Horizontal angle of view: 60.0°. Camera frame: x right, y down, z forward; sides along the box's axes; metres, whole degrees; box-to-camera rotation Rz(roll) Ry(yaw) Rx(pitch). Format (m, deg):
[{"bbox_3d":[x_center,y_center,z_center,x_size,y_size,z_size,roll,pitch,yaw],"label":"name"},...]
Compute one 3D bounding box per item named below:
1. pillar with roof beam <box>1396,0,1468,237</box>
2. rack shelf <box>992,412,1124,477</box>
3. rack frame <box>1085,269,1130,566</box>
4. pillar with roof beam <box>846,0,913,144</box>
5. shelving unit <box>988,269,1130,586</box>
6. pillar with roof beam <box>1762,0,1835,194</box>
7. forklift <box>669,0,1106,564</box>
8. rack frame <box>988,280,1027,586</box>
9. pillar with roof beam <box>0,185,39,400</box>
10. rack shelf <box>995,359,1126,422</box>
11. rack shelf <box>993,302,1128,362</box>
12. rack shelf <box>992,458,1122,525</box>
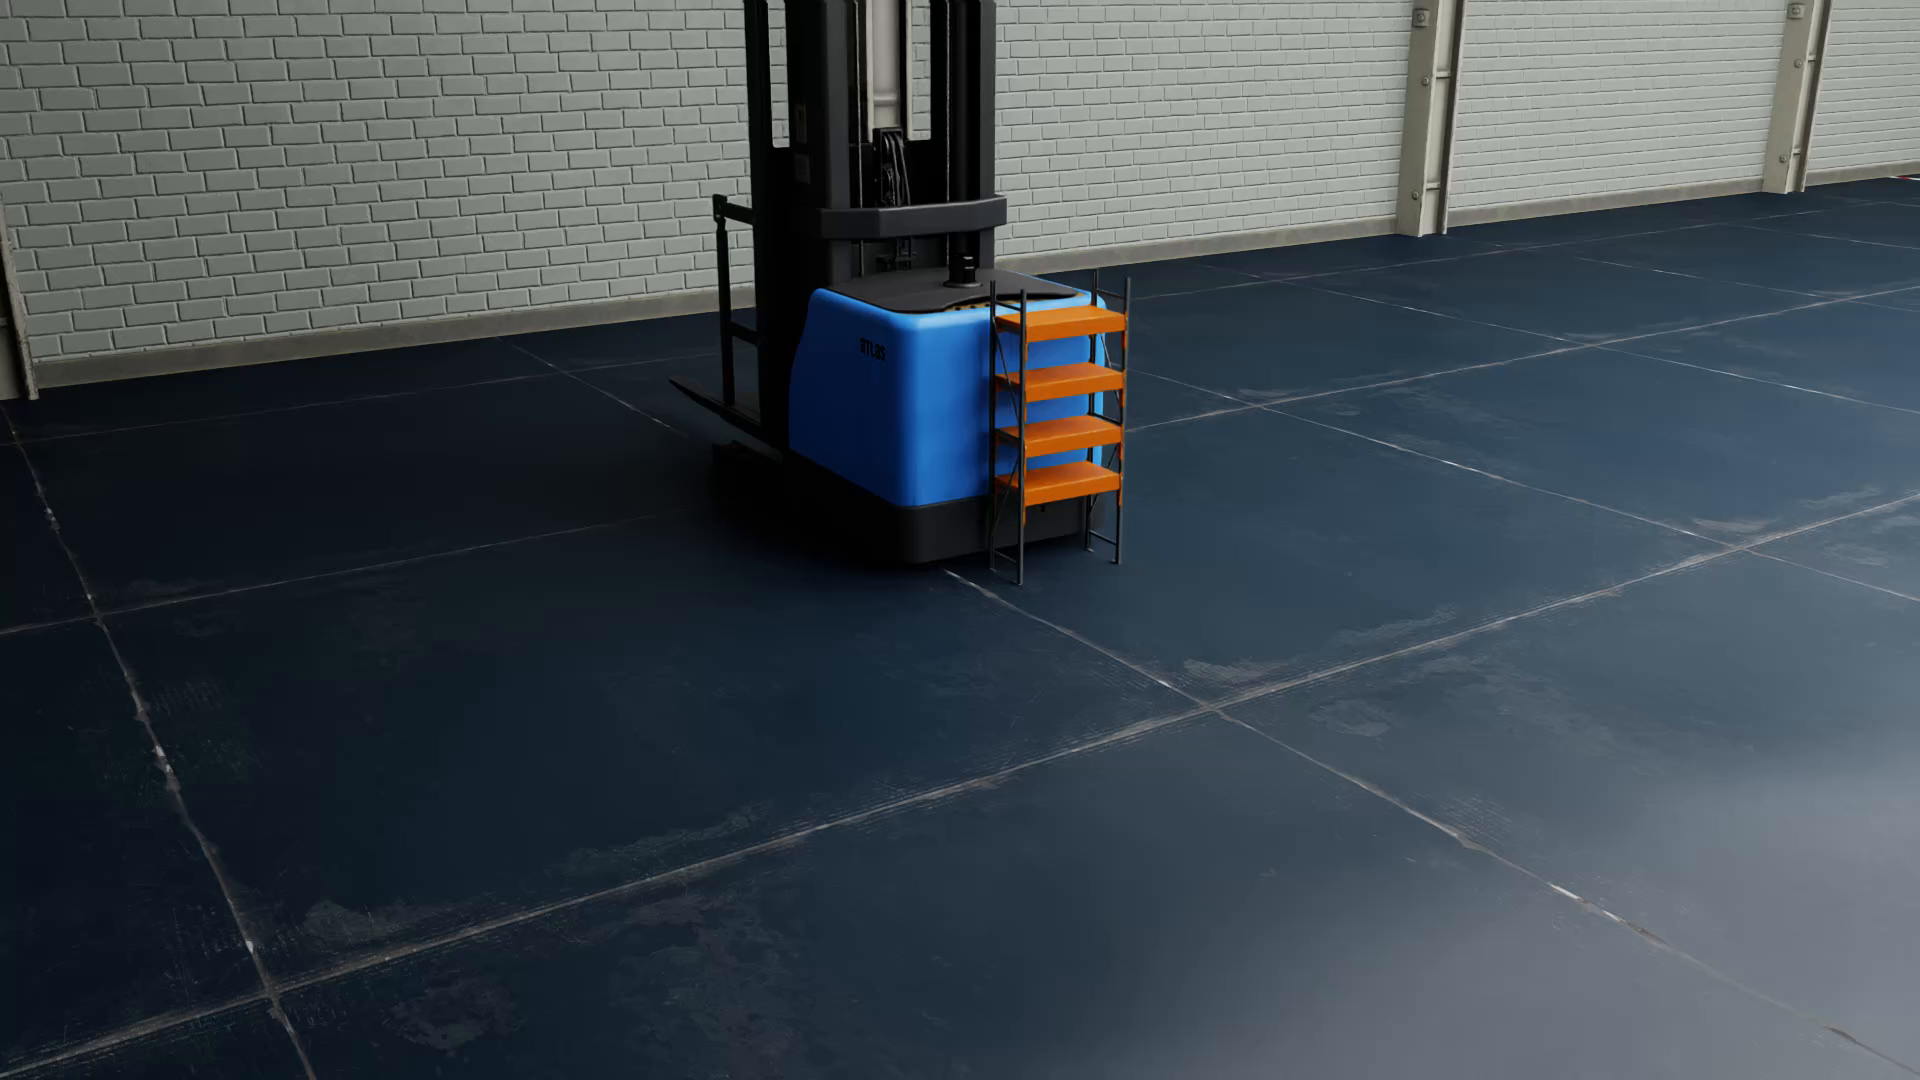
[{"bbox_3d":[6.781,-6.053,11.099,0.400,9.000,9.100,-12,22,-31],"label":"pillar with roof beam"},{"bbox_3d":[0.394,-0.392,6.741,0.480,0.148,0.258,-11,22,-29],"label":"rack shelf"},{"bbox_3d":[0.604,-0.496,6.838,0.015,1.200,0.240,-11,22,-29],"label":"rack frame"},{"bbox_3d":[1.770,-4.996,7.973,0.400,9.000,9.100,-12,22,-31],"label":"pillar with roof beam"},{"bbox_3d":[0.394,-0.456,6.719,0.503,1.200,0.258,-11,22,-29],"label":"shelving unit"},{"bbox_3d":[11.792,-7.110,14.225,0.400,9.000,9.100,-12,22,-31],"label":"pillar with roof beam"},{"bbox_3d":[-0.557,-1.713,7.735,1.130,2.935,3.031,-11,21,-29],"label":"forklift"},{"bbox_3d":[0.185,-0.415,6.600,0.015,1.200,0.240,-11,22,-29],"label":"rack frame"},{"bbox_3d":[-3.241,-3.939,4.847,0.400,9.000,9.100,-12,22,-31],"label":"pillar with roof beam"},{"bbox_3d":[0.394,-0.604,6.669,0.480,0.148,0.258,-11,22,-29],"label":"rack shelf"},{"bbox_3d":[0.394,-0.828,6.593,0.480,0.148,0.258,-11,22,-29],"label":"rack shelf"},{"bbox_3d":[0.394,-0.204,6.804,0.480,0.148,0.258,-11,22,-29],"label":"rack shelf"}]
